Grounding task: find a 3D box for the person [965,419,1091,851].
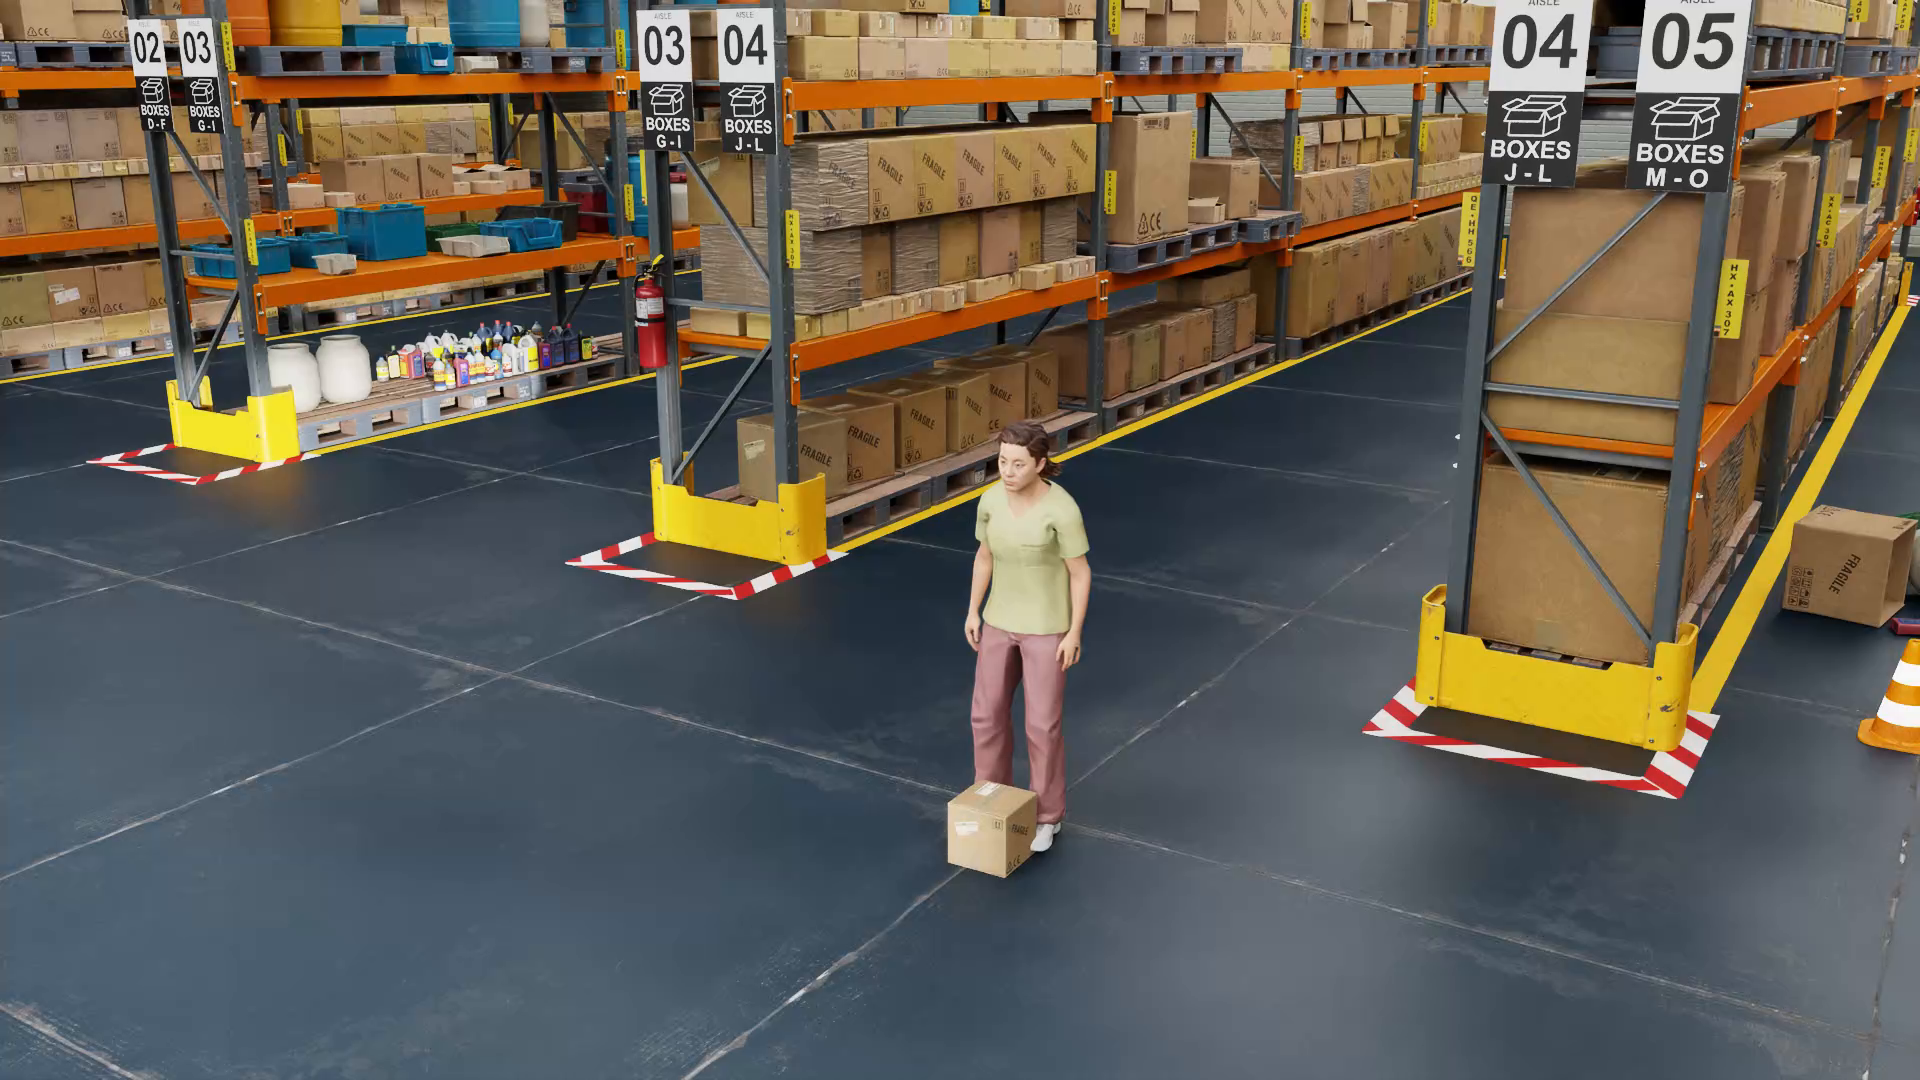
[{"bbox_3d":[0.243,0.351,6.332,0.499,1.673,0.357,10,19,31],"label":"person"}]
